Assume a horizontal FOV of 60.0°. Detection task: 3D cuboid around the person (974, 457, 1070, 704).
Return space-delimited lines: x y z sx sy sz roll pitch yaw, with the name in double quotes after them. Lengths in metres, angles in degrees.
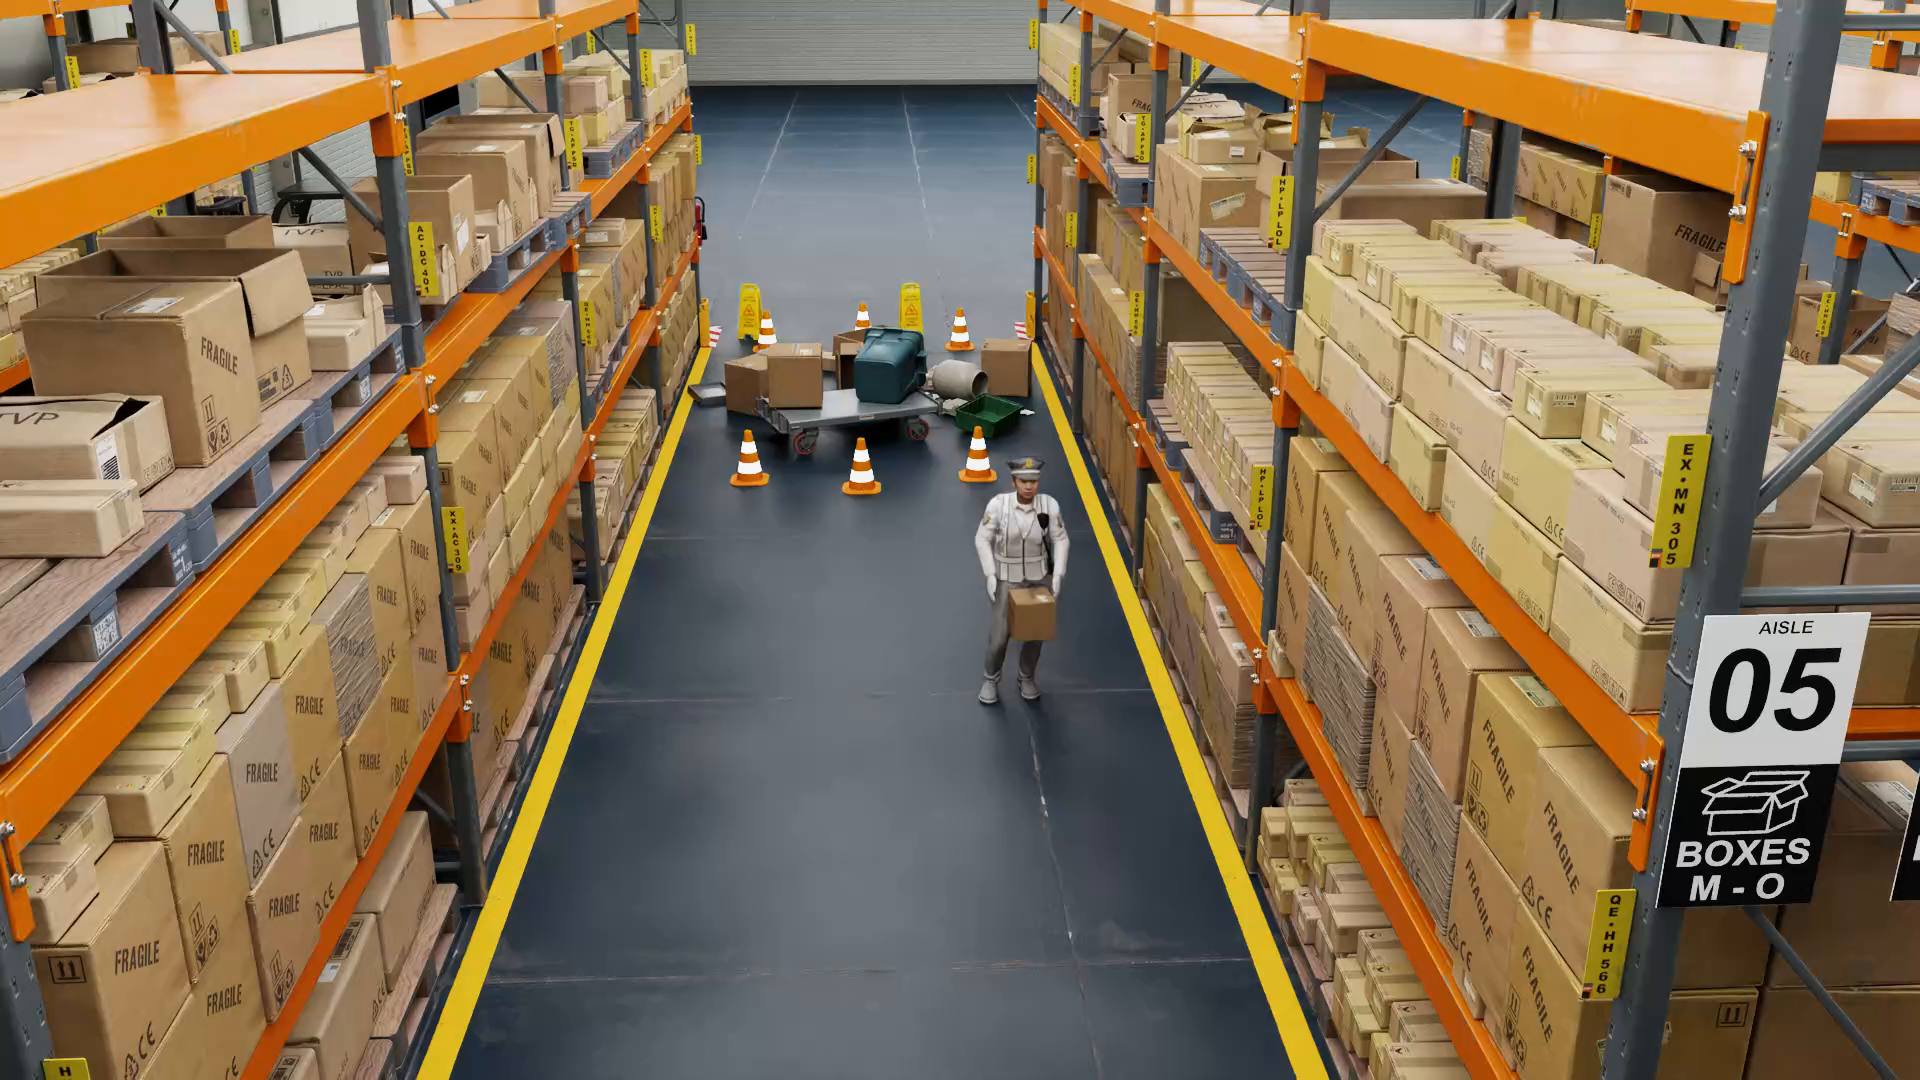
0.394 0.249 10.424 0.596 1.650 0.468 -2 21 -6 "person"
